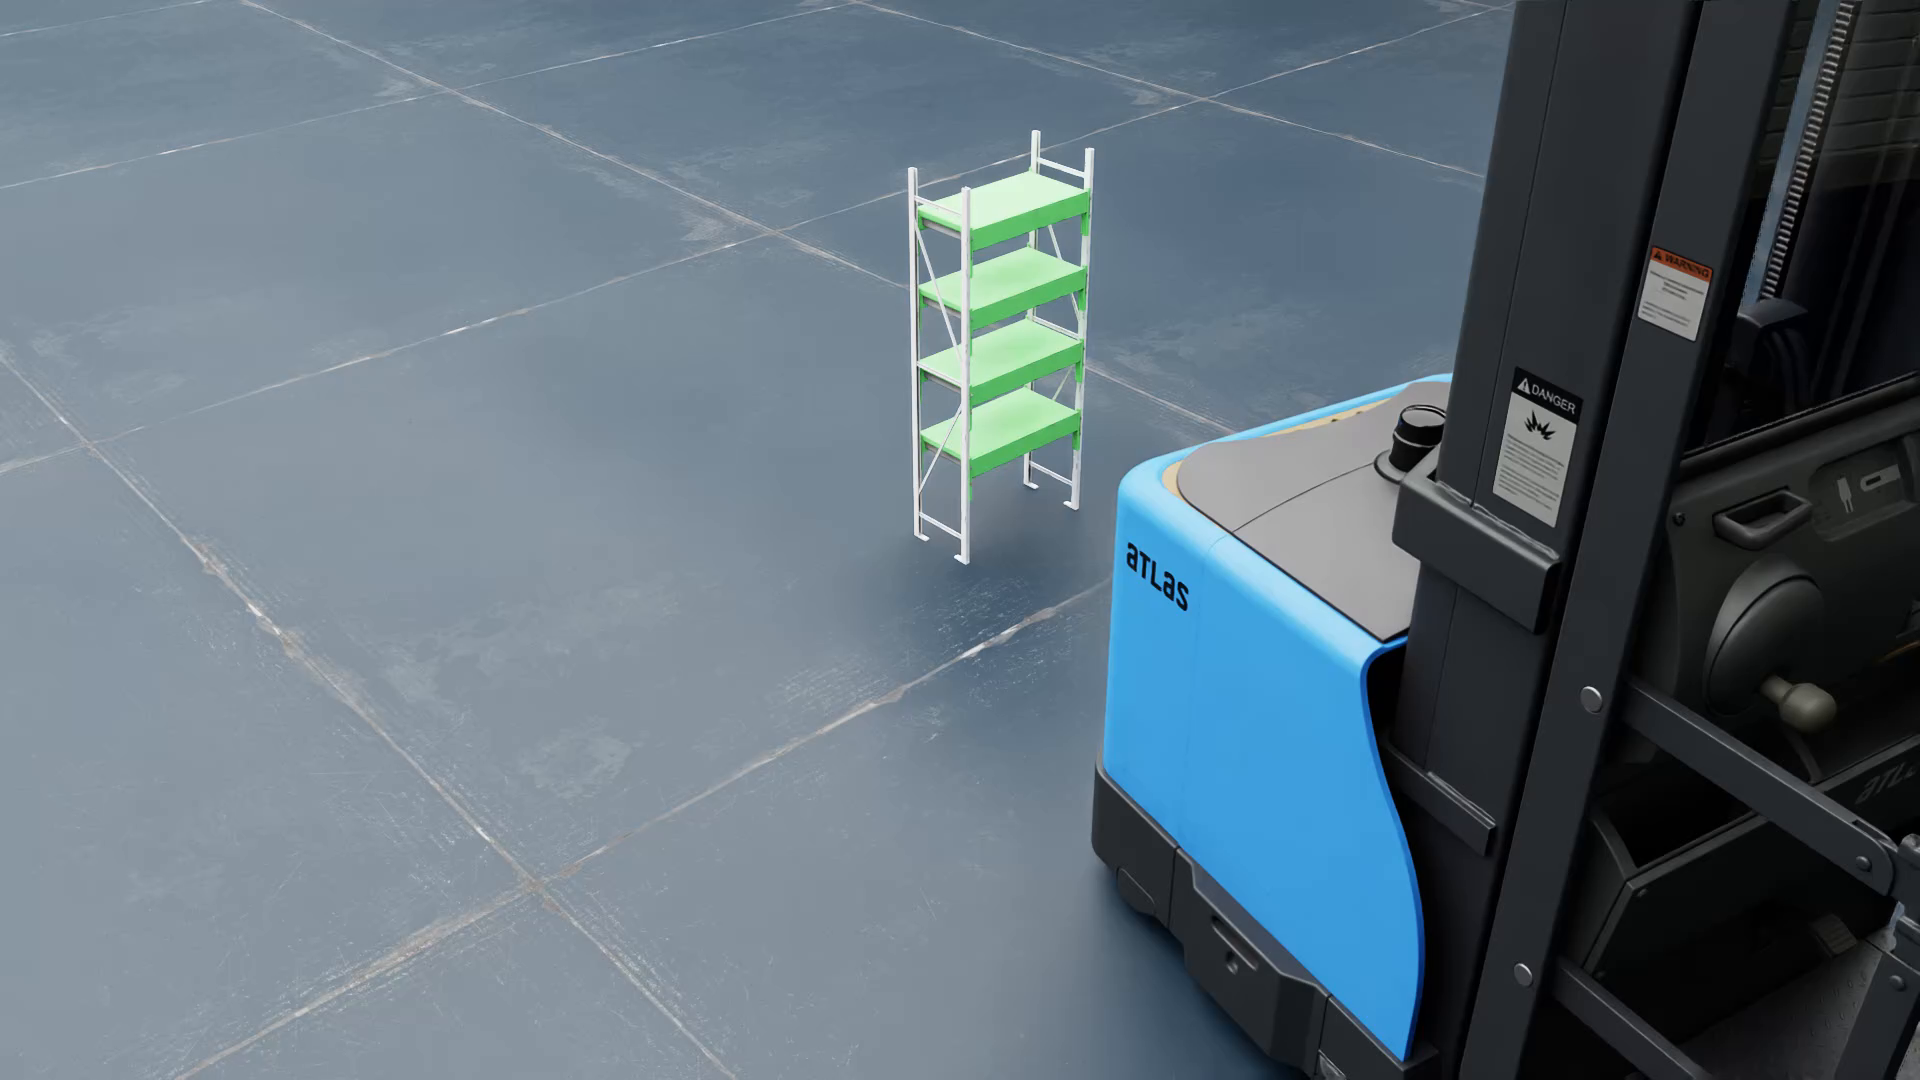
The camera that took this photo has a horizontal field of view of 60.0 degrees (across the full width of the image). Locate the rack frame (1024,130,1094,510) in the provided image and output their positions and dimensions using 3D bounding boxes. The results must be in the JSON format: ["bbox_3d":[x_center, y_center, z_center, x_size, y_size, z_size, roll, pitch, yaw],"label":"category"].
[{"bbox_3d":[0.300,-0.657,5.175,0.015,1.200,0.240,-26,40,-35],"label":"rack frame"}]

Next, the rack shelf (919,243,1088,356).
[{"bbox_3d":[0.121,-0.721,4.941,0.480,0.148,0.258,-26,40,-35],"label":"rack shelf"}]

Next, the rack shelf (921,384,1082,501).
[{"bbox_3d":[0.121,-0.311,5.192,0.480,0.148,0.258,-26,40,-35],"label":"rack shelf"}]

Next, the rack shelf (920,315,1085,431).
[{"bbox_3d":[0.121,-0.516,5.066,0.480,0.148,0.258,-26,40,-35],"label":"rack shelf"}]

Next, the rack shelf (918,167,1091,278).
[{"bbox_3d":[0.121,-0.926,4.816,0.480,0.148,0.258,-26,40,-35],"label":"rack shelf"}]

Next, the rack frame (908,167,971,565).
[{"bbox_3d":[-0.058,-0.484,4.891,0.015,1.200,0.240,-26,40,-35],"label":"rack frame"}]

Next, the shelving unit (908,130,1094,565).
[{"bbox_3d":[0.121,-0.571,5.033,0.503,1.200,0.258,-26,40,-35],"label":"shelving unit"}]

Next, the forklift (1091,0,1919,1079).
[{"bbox_3d":[1.488,0.051,2.357,1.130,2.935,3.031,-17,35,-25],"label":"forklift"}]
